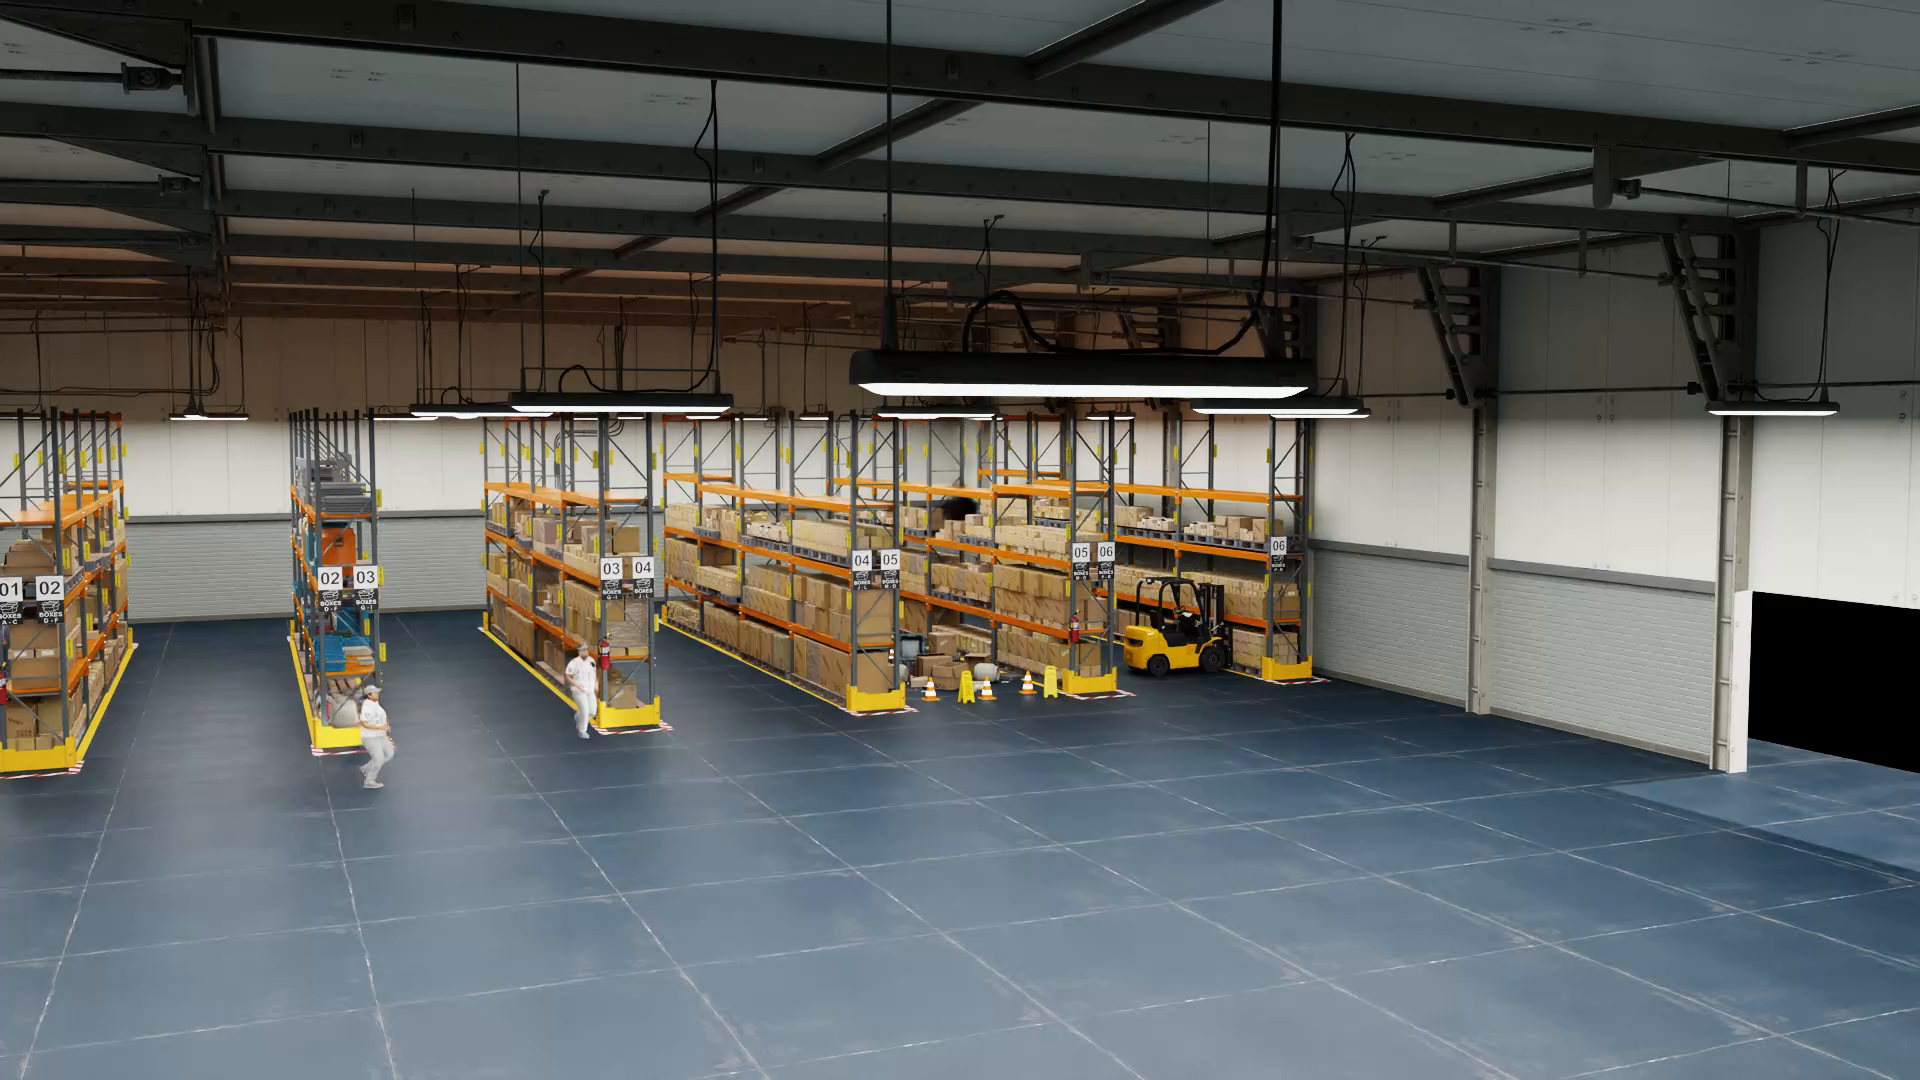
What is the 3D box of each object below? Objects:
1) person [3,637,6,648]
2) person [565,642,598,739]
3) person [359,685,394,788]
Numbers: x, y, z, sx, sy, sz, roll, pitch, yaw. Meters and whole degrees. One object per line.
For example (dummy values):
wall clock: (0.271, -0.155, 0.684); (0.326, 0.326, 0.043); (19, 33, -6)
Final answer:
person: (-20.408, 2.481, 34.968); (0.586, 1.587, 0.543); (-1, 4, -17)
person: (-6.914, 2.732, 30.438); (0.600, 1.751, 0.691); (3, 5, 40)
person: (-9.172, 3.081, 26.114); (0.561, 1.620, 0.599); (0, 4, -2)
